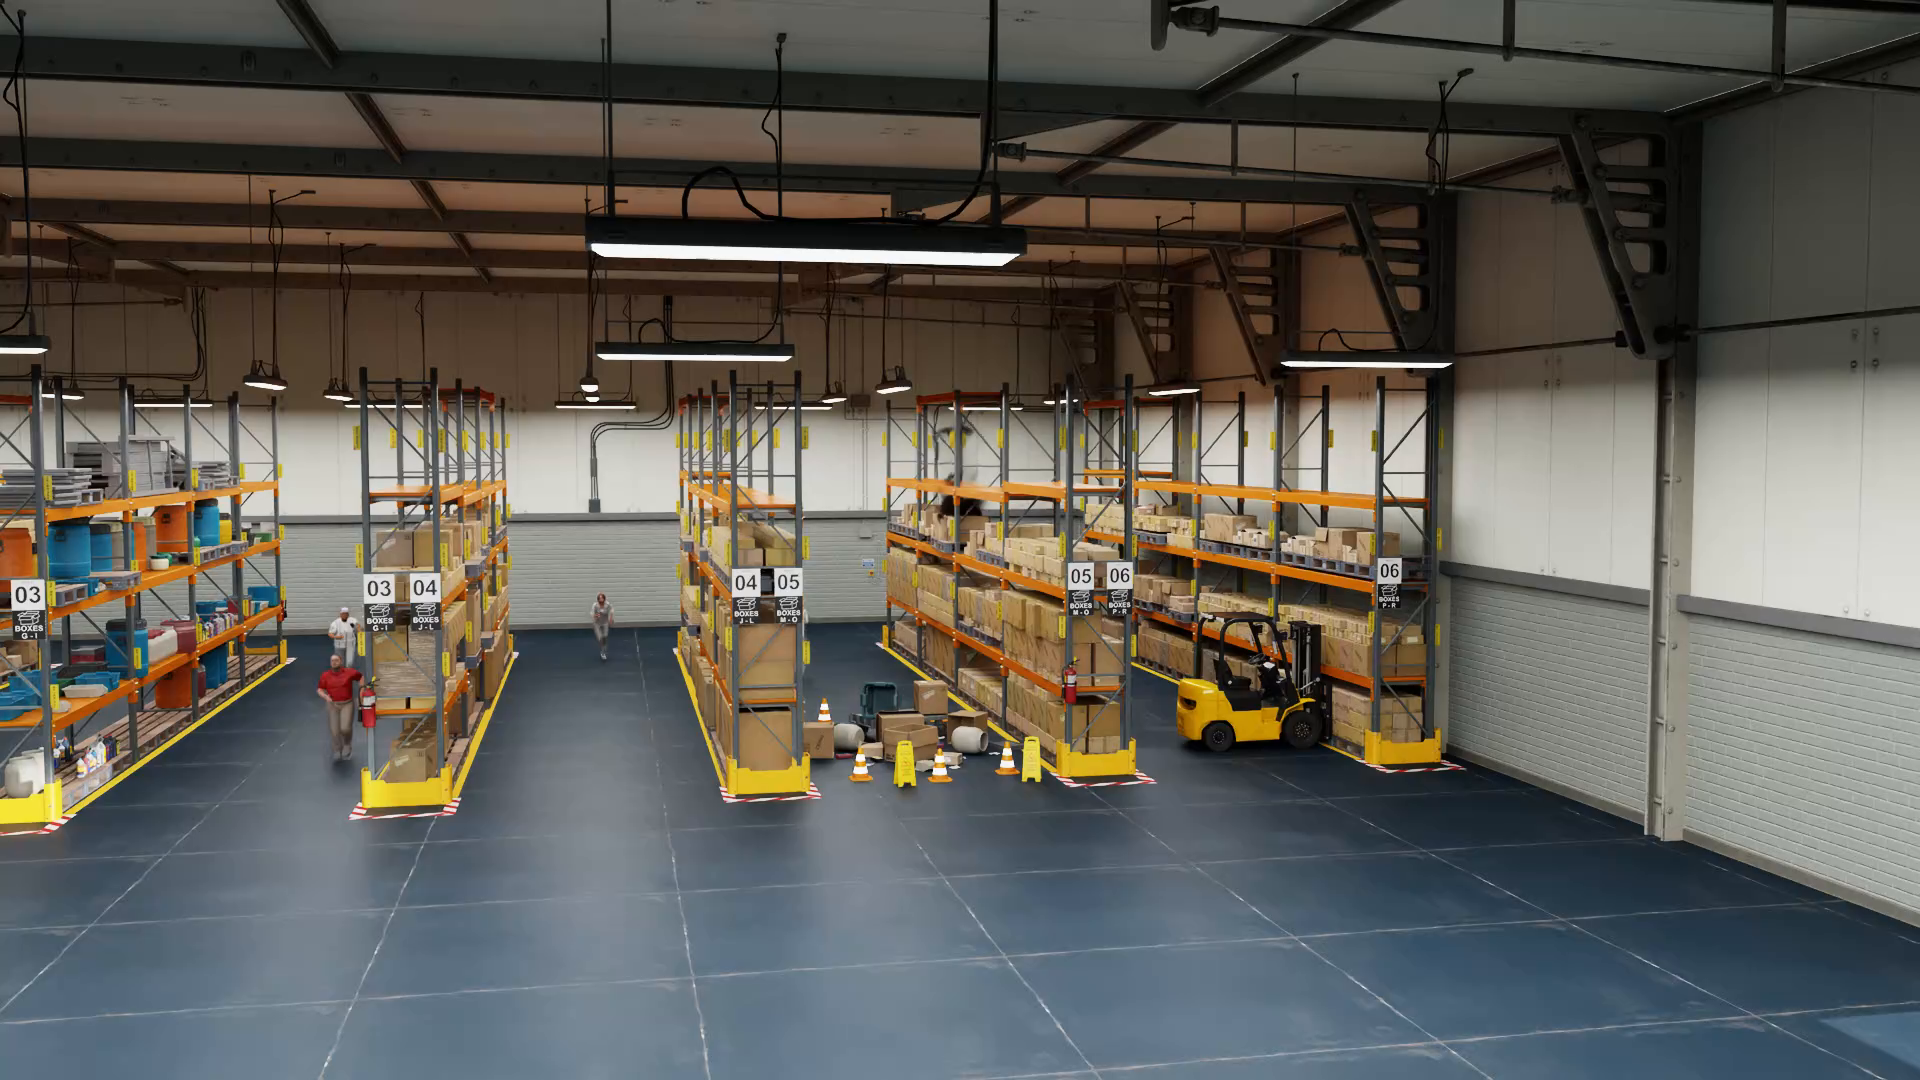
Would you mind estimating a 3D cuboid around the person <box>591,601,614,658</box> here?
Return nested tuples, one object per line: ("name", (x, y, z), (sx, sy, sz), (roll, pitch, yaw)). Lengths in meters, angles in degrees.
("person", (-8.206, 2.059, 38.174), (0.527, 1.336, 0.545), (-1, 3, -12))

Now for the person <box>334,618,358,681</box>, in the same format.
("person", (-12.378, 2.215, 33.499), (0.451, 1.321, 0.812), (-2, 4, -24))

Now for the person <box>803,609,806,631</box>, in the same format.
("person", (-3.568, 1.586, 35.832), (0.418, 0.847, 0.550), (-1, 4, -18))

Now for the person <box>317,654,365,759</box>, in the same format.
("person", (-9.646, 2.612, 25.891), (0.683, 1.683, 0.778), (-1, 3, -10))
